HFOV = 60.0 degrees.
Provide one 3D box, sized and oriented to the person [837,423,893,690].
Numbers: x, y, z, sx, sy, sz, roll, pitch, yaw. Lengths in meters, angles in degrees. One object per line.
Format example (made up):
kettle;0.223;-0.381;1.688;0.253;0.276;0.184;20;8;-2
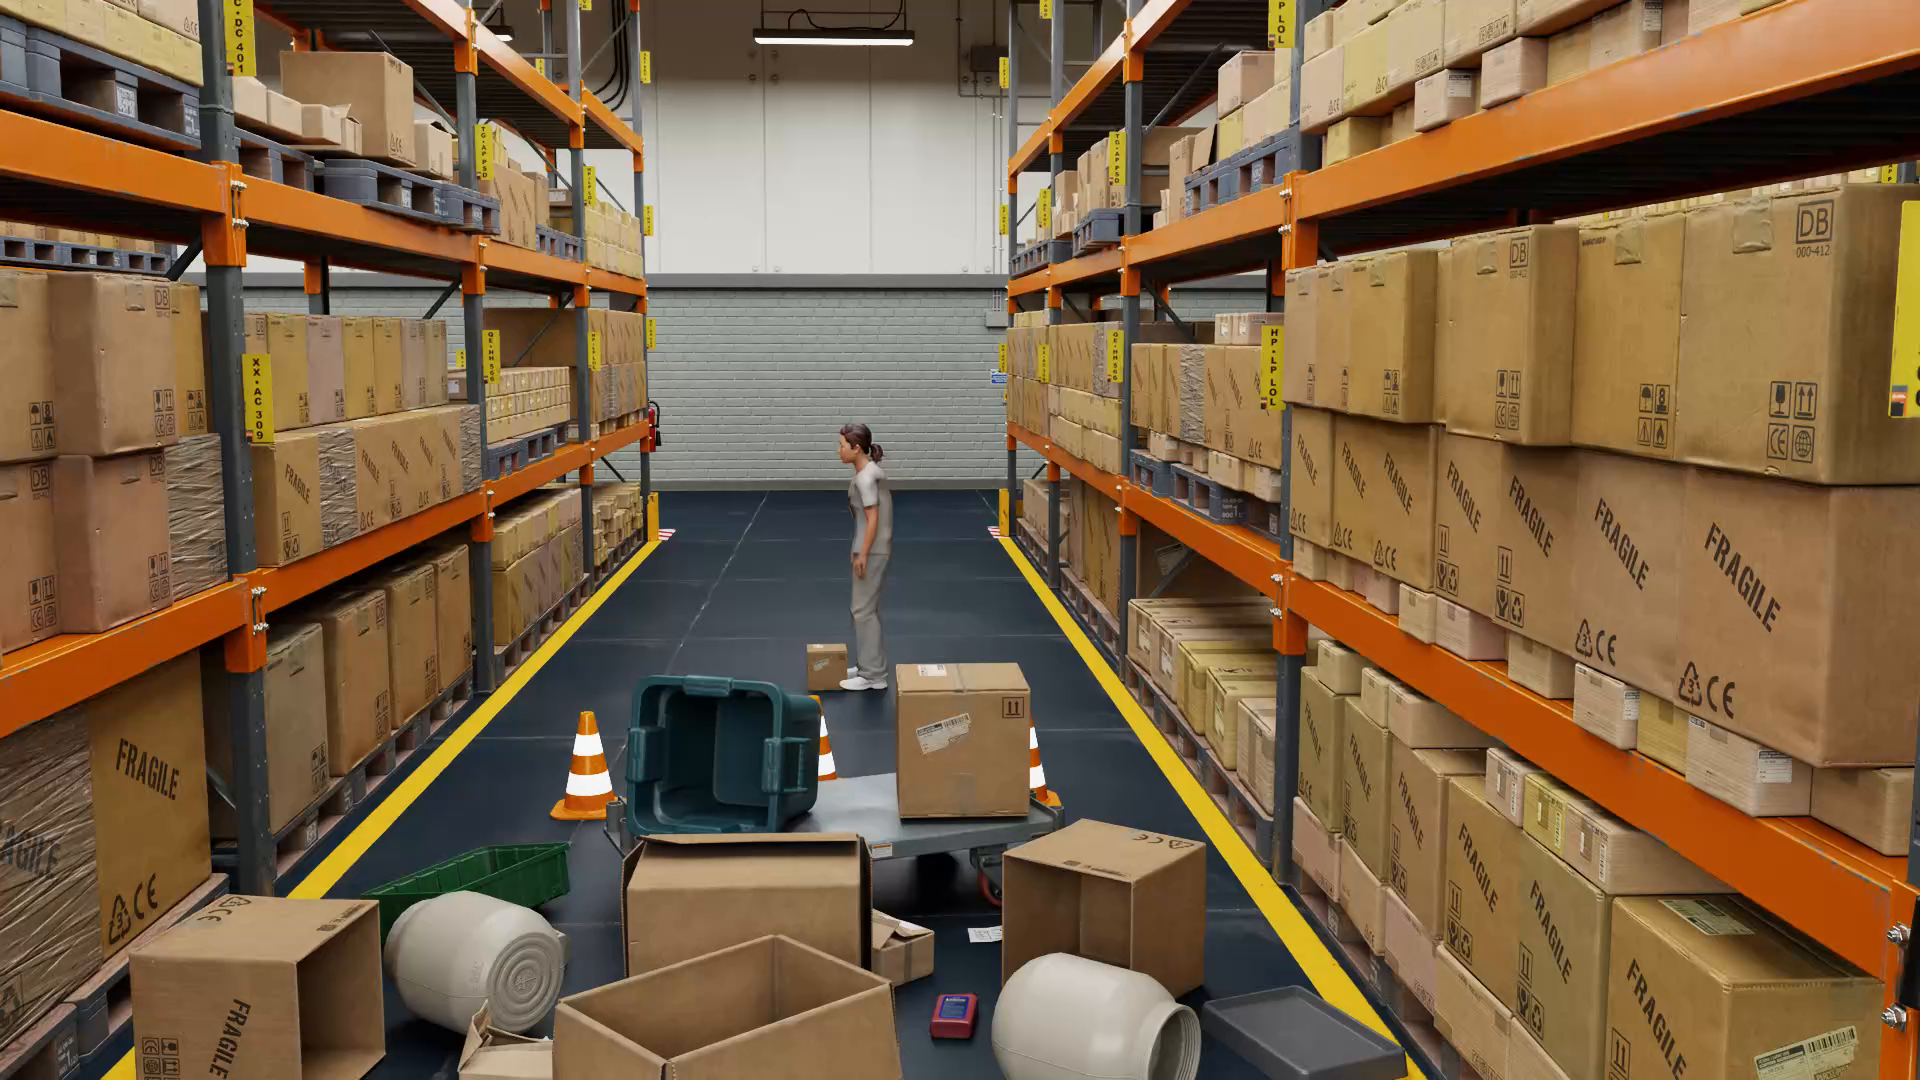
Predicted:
person;-0.595;0.095;10.474;0.349;1.673;0.503;-1;7;-5
